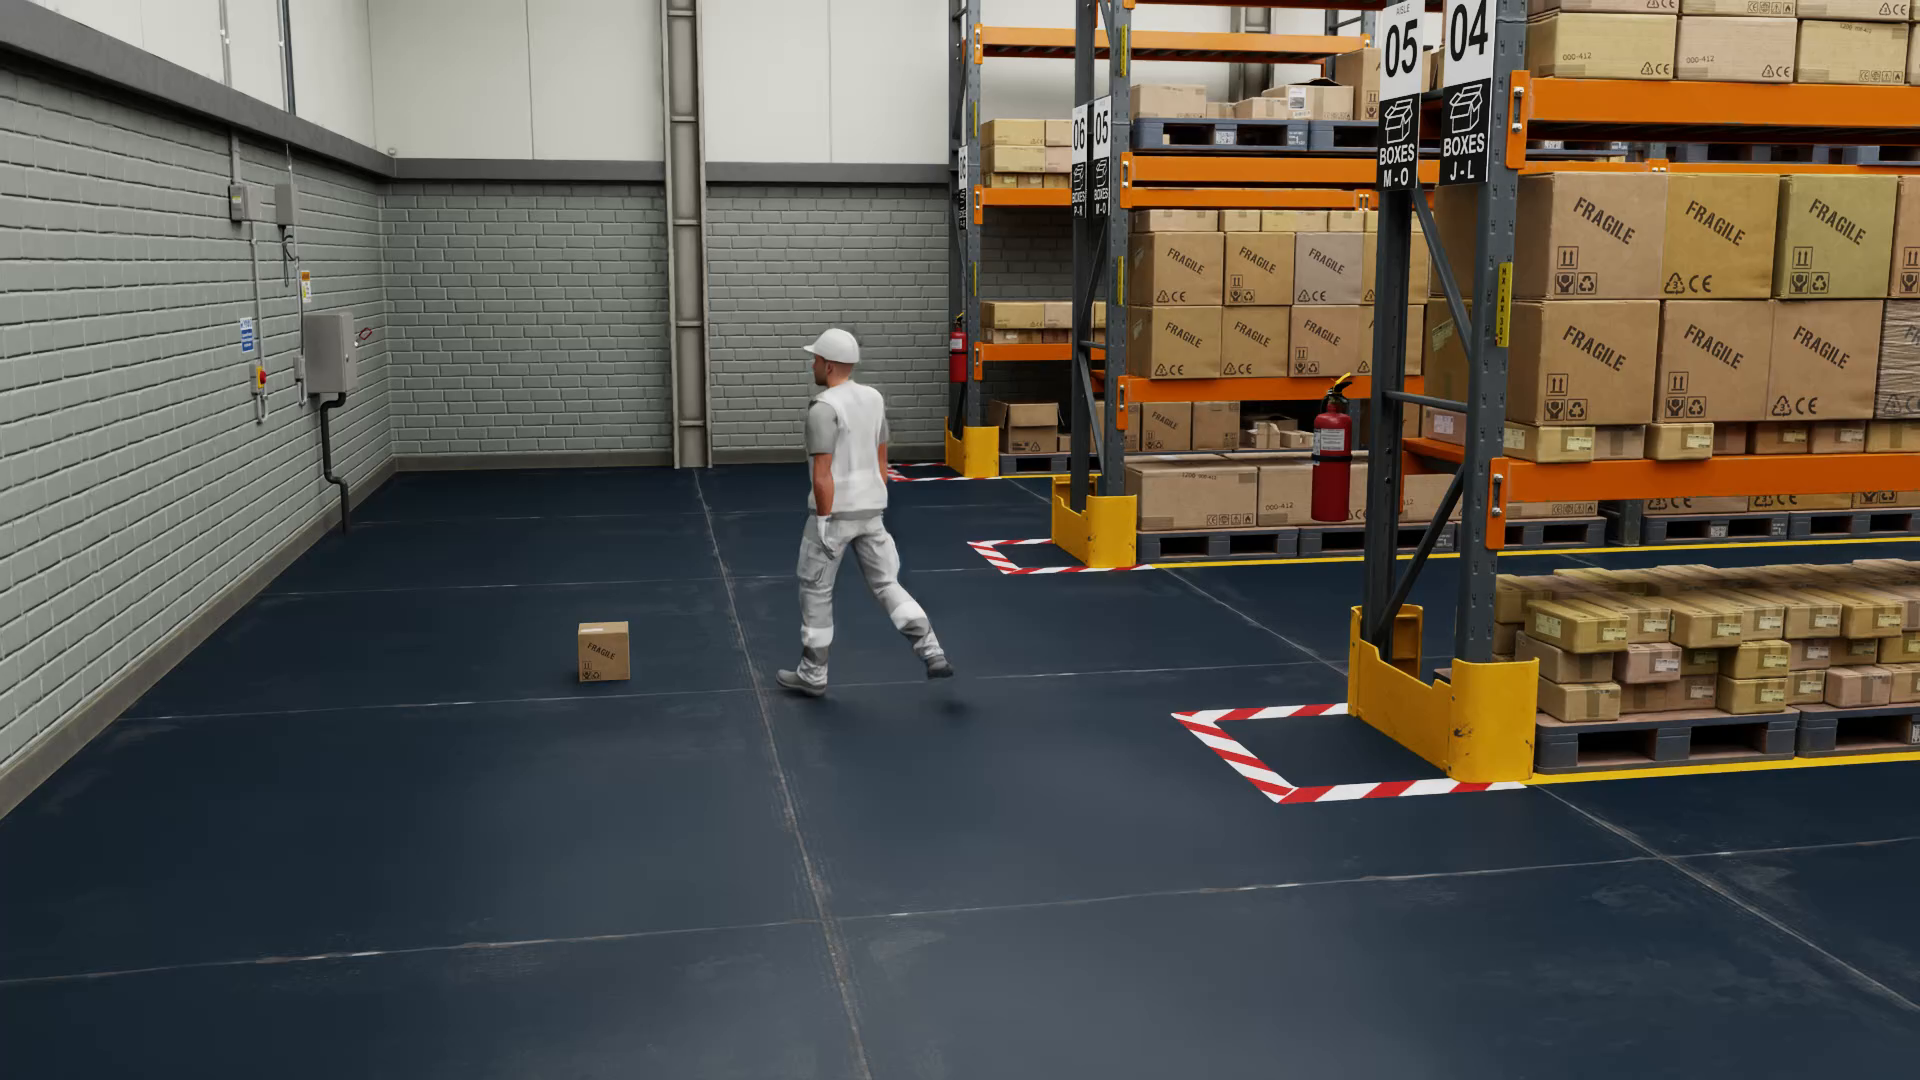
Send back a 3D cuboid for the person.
[{"bbox_3d":[-0.474,-0.114,7.964,0.904,1.780,0.578,8,13,41],"label":"person"}]
